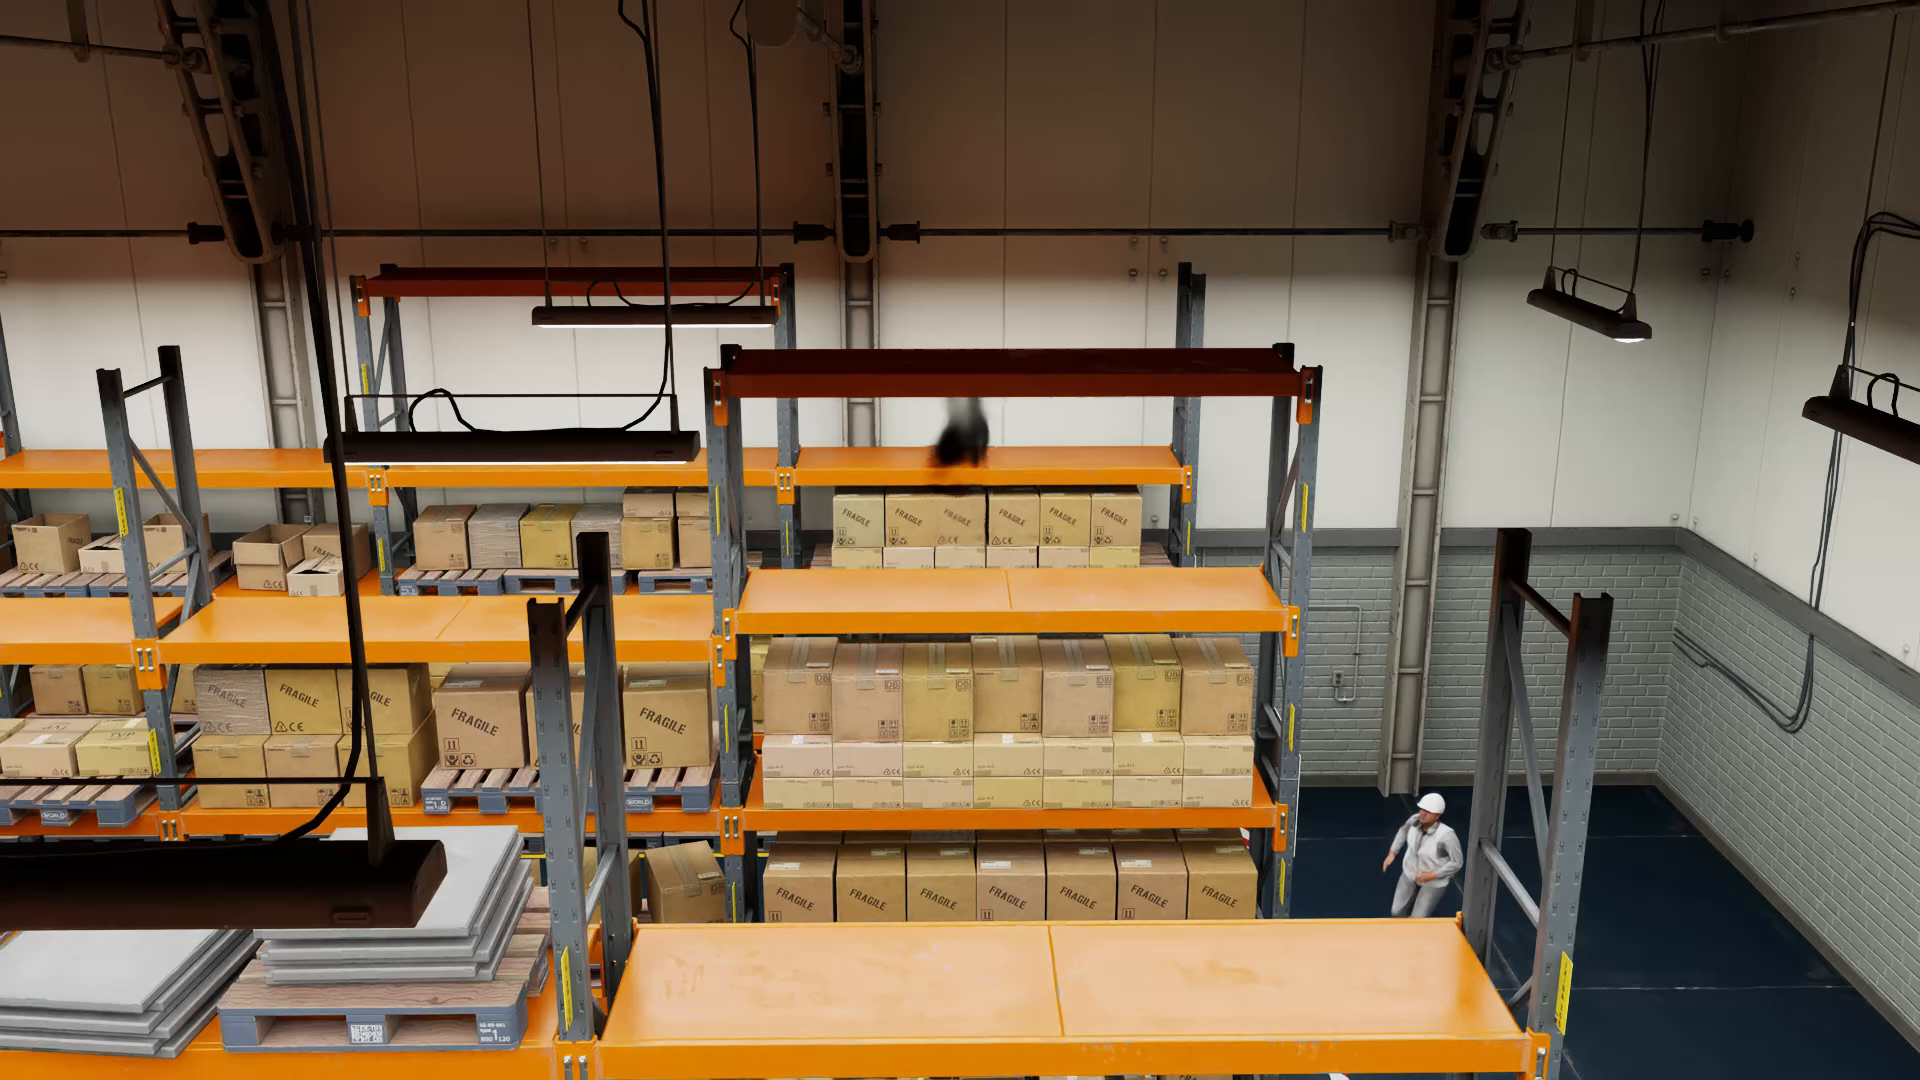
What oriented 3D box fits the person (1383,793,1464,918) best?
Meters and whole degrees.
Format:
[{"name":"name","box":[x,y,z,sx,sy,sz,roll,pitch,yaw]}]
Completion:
[{"name":"person","box":[4.215,3.047,15.178,0.650,1.684,0.529,14,21,39]}]
